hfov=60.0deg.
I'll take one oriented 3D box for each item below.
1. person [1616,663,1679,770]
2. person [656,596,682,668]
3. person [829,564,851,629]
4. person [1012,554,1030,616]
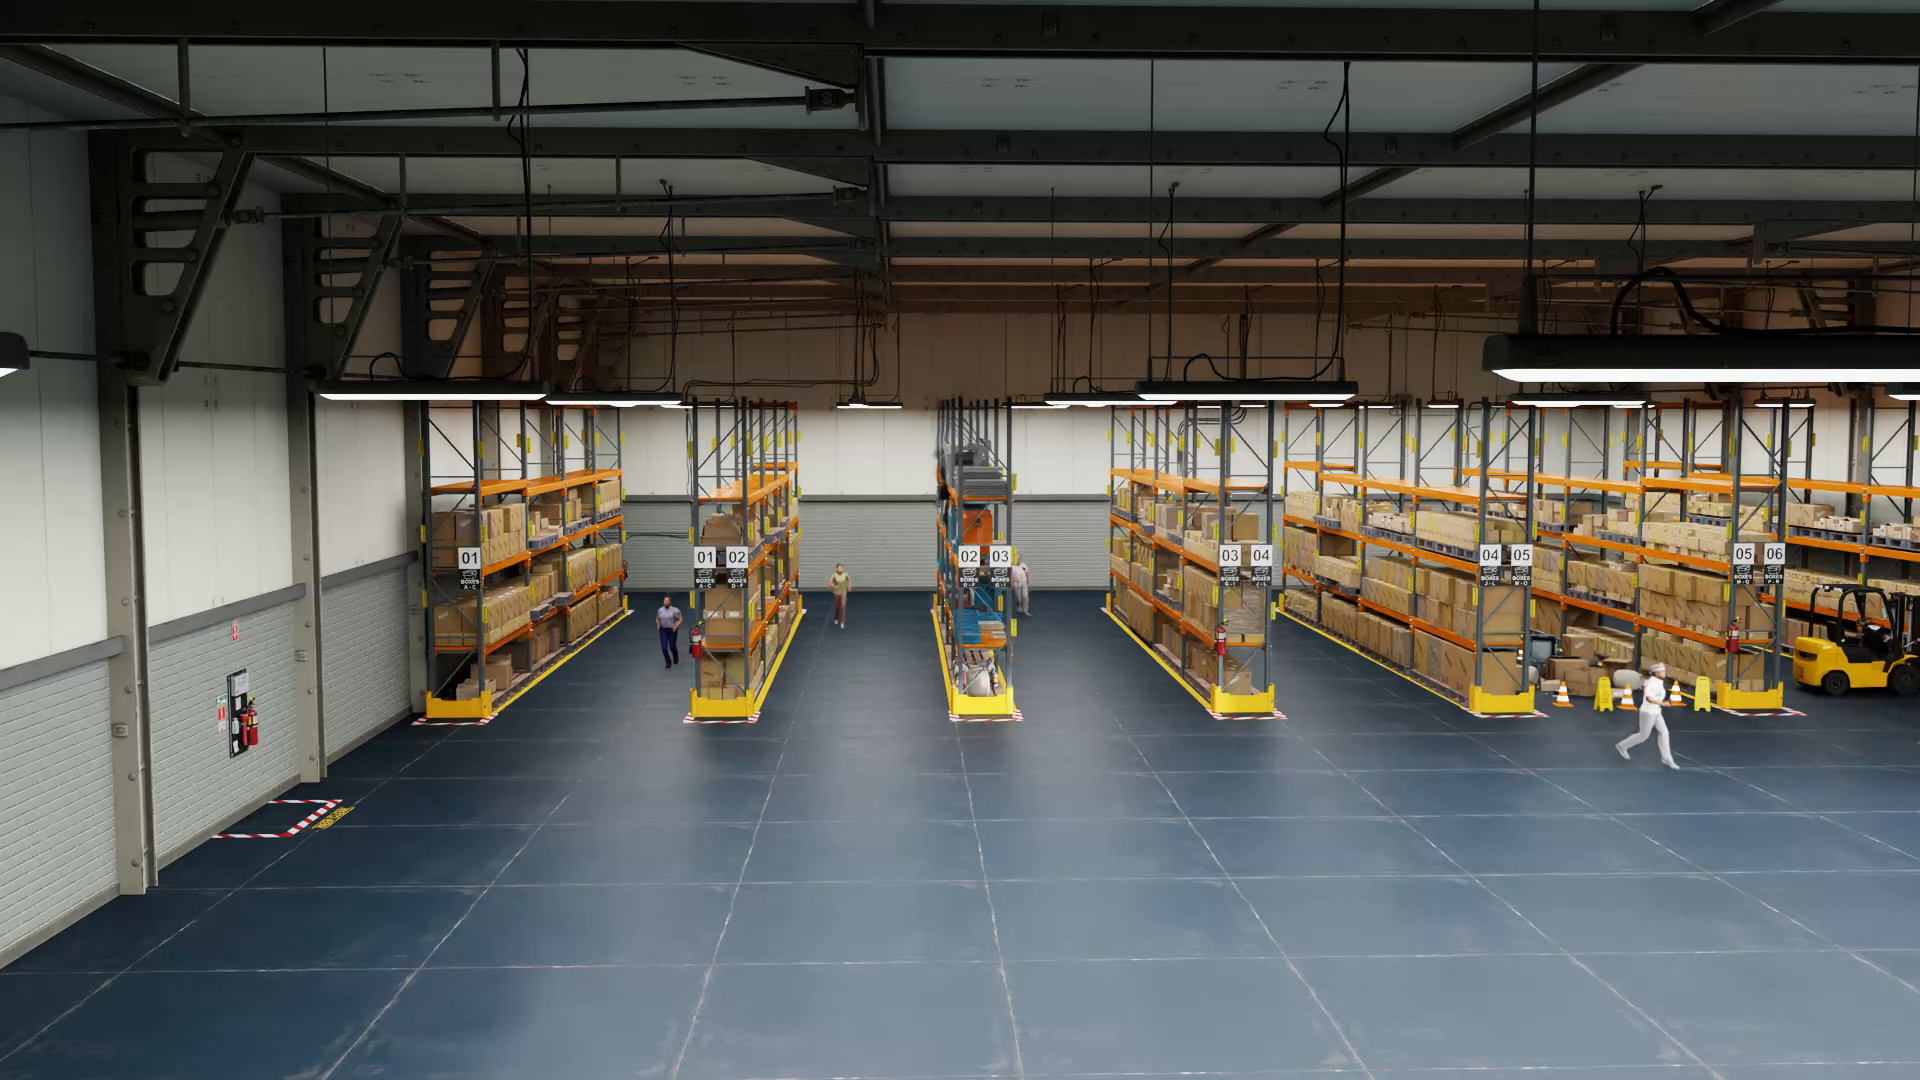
[{"bbox_3d":[11.129,2.810,26.857,0.985,1.705,0.599,3,5,34],"label":"person"},{"bbox_3d":[-6.514,2.059,37.103,0.586,1.601,0.493,0,4,4],"label":"person"},{"bbox_3d":[-3.192,1.469,44.247,0.593,1.696,0.847,-1,4,-9],"label":"person"},{"bbox_3d":[1.652,1.256,46.827,0.701,1.736,0.740,-1,5,-15],"label":"person"}]
